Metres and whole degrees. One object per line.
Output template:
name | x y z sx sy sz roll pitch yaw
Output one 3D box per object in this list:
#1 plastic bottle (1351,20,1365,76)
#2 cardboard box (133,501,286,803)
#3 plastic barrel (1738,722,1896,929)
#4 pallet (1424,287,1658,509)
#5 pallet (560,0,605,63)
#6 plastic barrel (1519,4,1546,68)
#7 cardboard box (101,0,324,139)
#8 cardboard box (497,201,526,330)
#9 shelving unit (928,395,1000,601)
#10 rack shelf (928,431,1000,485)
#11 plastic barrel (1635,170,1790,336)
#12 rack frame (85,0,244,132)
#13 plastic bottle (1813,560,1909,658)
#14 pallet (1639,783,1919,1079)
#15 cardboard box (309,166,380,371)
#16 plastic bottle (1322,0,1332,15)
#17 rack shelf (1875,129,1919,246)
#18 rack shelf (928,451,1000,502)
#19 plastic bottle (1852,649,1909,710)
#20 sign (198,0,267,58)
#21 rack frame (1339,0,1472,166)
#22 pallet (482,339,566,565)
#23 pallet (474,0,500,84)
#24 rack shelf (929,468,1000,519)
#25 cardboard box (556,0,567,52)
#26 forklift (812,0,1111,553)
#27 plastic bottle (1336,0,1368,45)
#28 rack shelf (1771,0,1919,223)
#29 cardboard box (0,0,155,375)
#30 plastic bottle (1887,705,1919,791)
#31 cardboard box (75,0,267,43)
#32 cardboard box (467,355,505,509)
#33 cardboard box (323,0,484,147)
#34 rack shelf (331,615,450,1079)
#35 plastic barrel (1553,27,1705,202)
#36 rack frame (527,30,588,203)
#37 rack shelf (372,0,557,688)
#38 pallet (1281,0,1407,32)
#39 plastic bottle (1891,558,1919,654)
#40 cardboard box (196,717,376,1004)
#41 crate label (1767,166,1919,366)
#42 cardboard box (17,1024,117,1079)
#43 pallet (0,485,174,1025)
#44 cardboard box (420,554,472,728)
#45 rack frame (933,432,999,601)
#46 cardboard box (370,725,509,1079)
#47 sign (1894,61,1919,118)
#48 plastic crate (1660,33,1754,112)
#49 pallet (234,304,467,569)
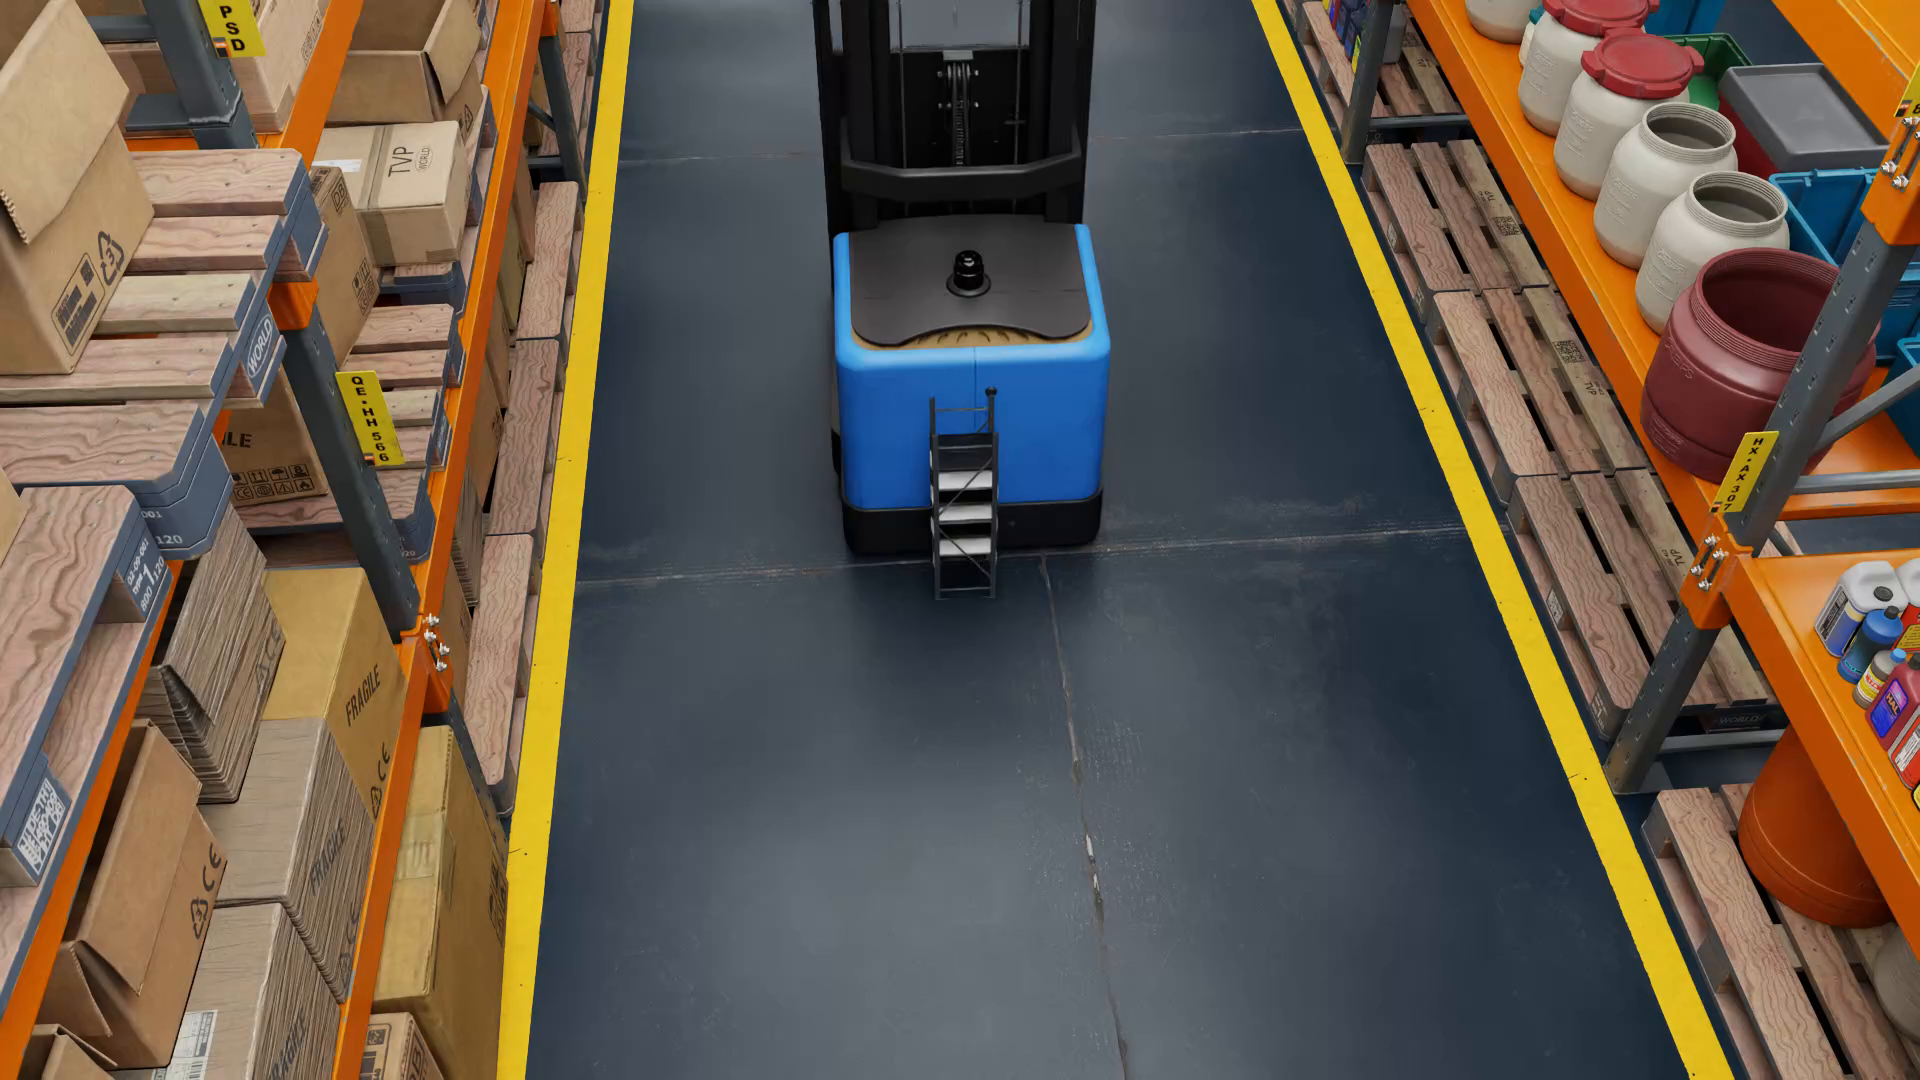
plastic bottle | 2.150 -2.619 8.868 0.061 0.283 0.133 -1 47 -1
cardboard box | -2.037 0.272 3.803 0.797 0.503 0.637 -2 47 -2
plastic barrel | 2.912 0.775 5.292 0.600 0.830 0.708 -3 47 -3
pallet | 2.728 -0.664 7.370 1.003 0.211 1.213 -3 47 -3
pallet | -2.614 -3.182 9.755 1.003 0.211 1.213 -3 47 -3
plastic barrel | 2.477 -2.059 6.866 0.301 0.262 0.301 0 47 0
cardboard box | -1.868 -1.214 4.007 0.500 0.250 0.500 -3 47 -3
cardboard box | -2.366 -1.272 7.444 0.700 0.500 0.500 -4 47 -4
shelving unit | 0.014 -0.146 6.405 0.258 0.900 0.210 -3 47 -2
rack shelf | 0.014 -0.309 6.233 0.258 0.077 0.200 -3 47 -2
plastic barrel | 2.555 -0.949 5.642 0.421 0.512 0.421 0 47 0
rack frame | -2.082 -1.941 2.527 1.000 3.000 0.127 -3 47 -3
plastic bottle | 2.568 0.196 4.720 0.152 0.276 0.135 -3 47 -3
pallet | 2.961 1.347 5.465 1.003 0.211 1.213 -3 47 -3
cardboard box | -2.313 -0.843 5.261 0.700 0.500 0.500 3 47 3
plastic bottle | 2.135 -3.135 9.311 0.144 0.351 0.185 -4 47 -4
rack shelf | 3.021 0.484 2.792 1.077 0.370 4.000 -3 47 -3
rack shelf | 0.014 -0.247 6.299 0.258 0.077 0.200 -3 47 -2
plastic bottle | 2.558 0.378 4.600 0.097 0.201 0.097 0 47 0
sign | -1.528 -1.143 3.426 0.100 0.325 0.005 -3 47 -3
rack frame | 2.519 -3.073 7.731 1.000 3.000 0.127 -3 47 -3
pallet | -2.245 -0.366 7.087 1.003 0.211 1.213 -3 47 -3
pallet | -2.498 -2.145 6.984 1.003 0.211 1.213 -3 47 -3
rack shelf | 0.014 -0.185 6.364 0.258 0.077 0.200 -3 47 -2
cardboard box | -2.466 -2.763 8.870 0.500 0.500 0.500 10 47 9
forklift | -0.038 -2.023 6.784 1.130 2.935 3.031 -3 47 -2
plastic bottle | 2.162 -2.901 9.090 0.144 0.351 0.185 -6 47 -5
rack shelf | 2.686 -2.410 5.533 1.077 0.370 4.000 -3 47 -3
cardboard box | -1.959 -0.653 3.012 0.797 0.503 0.637 -1 47 -1
plastic bottle | 2.606 0.531 4.403 0.152 0.276 0.135 -3 47 -3
cardboard box | -1.865 -1.472 3.735 0.500 0.500 0.500 -3 47 -3
cardboard box | -2.271 -0.464 6.679 0.700 0.500 0.500 0 47 0
cardboard box | -2.180 -1.704 6.074 0.797 0.503 0.637 1 47 1
rack shelf | -1.915 1.816 3.596 1.077 0.370 4.000 -3 47 -3
plastic barrel | 2.478 -1.571 6.215 0.433 0.535 0.433 0 47 0
rack frame | -2.417 -2.772 7.446 1.000 3.000 0.127 -3 47 -3
rack shelf | -2.249 -1.078 6.337 1.077 0.370 4.000 -3 47 -3
pallet | 2.399 -3.488 10.044 1.003 0.211 1.213 -3 47 -3
plastic bottle | 2.719 0.187 4.729 0.152 0.276 0.135 -3 47 -3
cardboard box | -1.758 0.790 4.003 0.500 0.500 0.500 -4 47 -4
crate label | 3.040 -0.927 5.674 0.502 0.435 0.616 -3 47 -3
cardboard box | -1.922 1.229 2.897 0.797 0.503 0.637 -2 47 -2
pallet | -1.879 0.427 2.481 1.003 0.211 1.213 -2 47 -1
cardboard box | -2.158 0.346 5.911 0.700 0.500 0.500 -6 47 -5
rack frame | 0.021 -0.073 6.335 0.240 0.900 0.006 -3 47 -2
cardboard box | -2.045 1.208 4.850 1.225 0.875 0.875 -5 47 -5
sign | 2.306 -1.136 3.903 0.100 0.325 0.005 -3 47 -3
plastic crate | 2.946 -1.758 6.631 0.450 0.188 0.662 -3 47 -3
pallet | -2.248 -0.321 5.257 1.213 0.211 1.003 -3 47 -3
